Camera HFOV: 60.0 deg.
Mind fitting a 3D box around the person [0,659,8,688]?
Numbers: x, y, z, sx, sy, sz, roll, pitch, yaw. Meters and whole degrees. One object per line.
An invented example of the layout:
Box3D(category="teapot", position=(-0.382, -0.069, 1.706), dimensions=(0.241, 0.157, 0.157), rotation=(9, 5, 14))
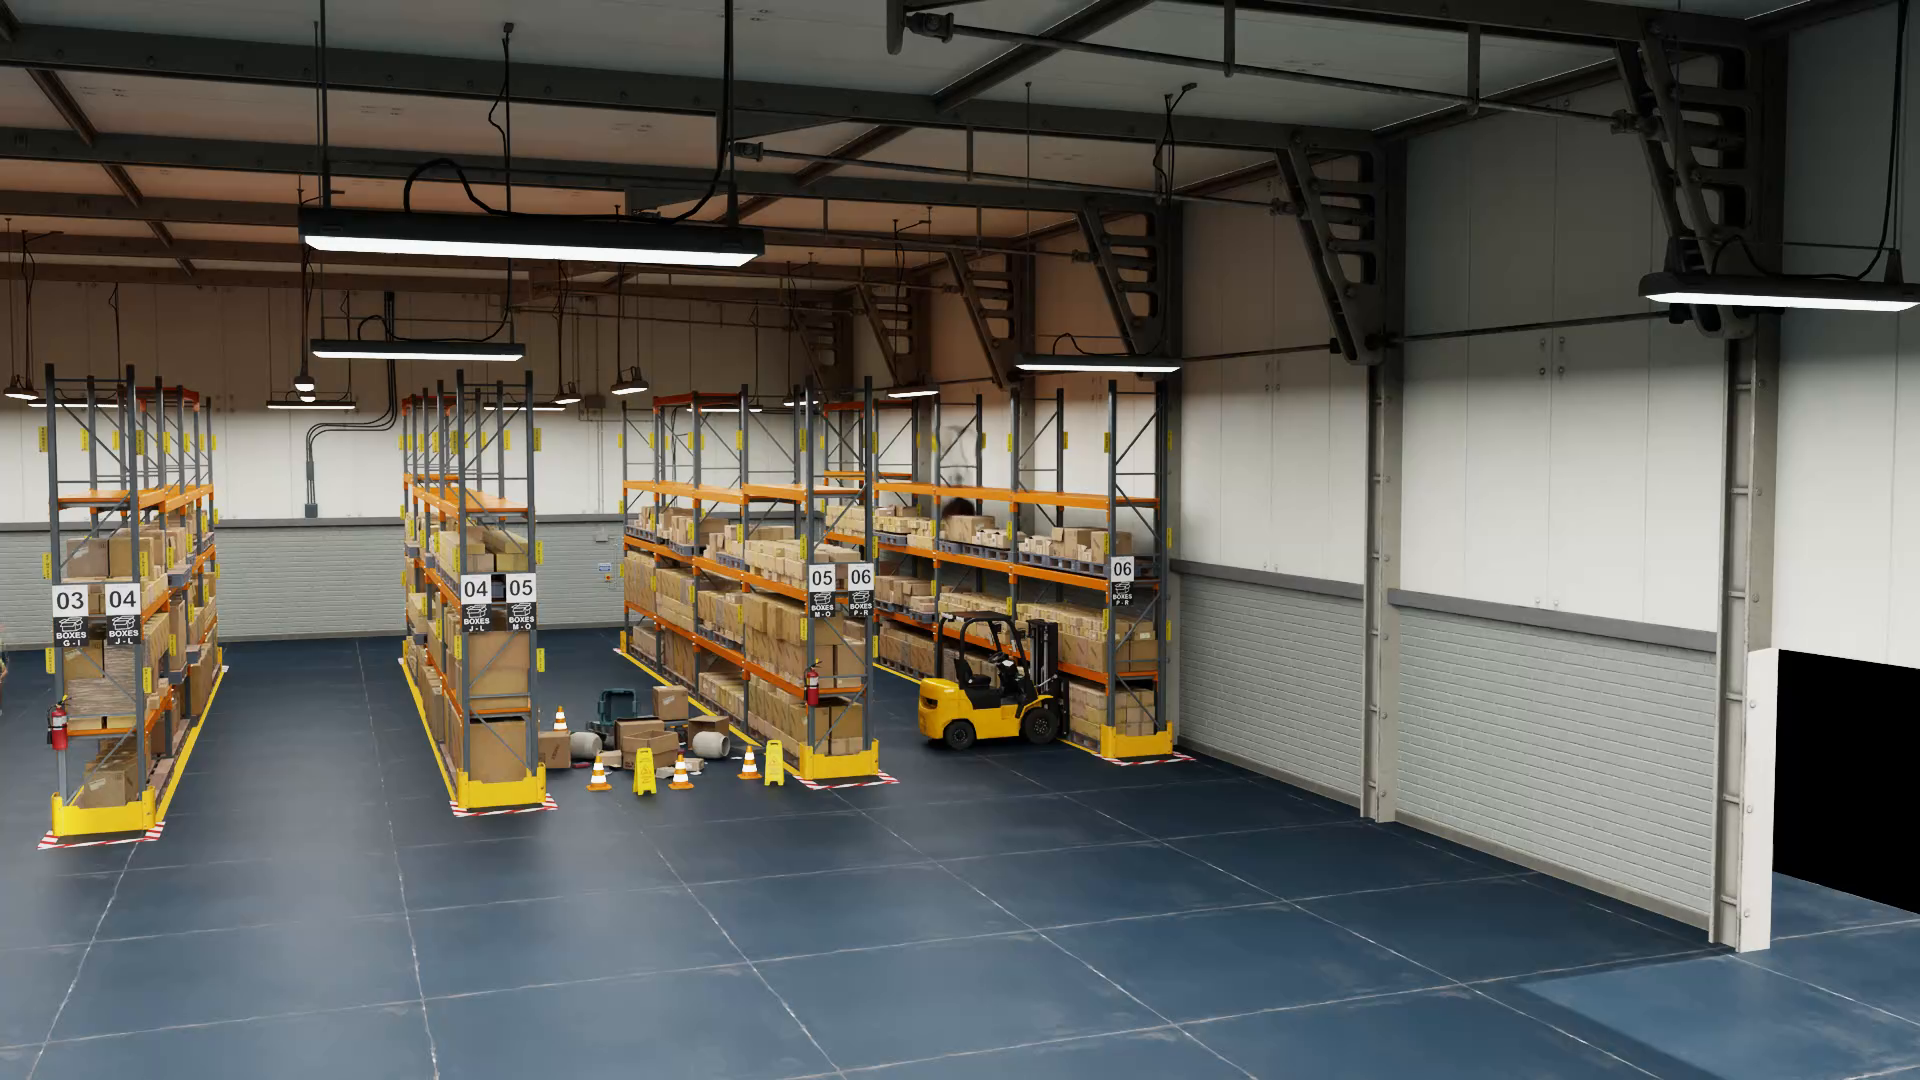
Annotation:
Box3D(category="person", position=(-16.441, 2.546, 28.146), dimensions=(0.570, 1.637, 0.564), rotation=(-2, 4, -26))
